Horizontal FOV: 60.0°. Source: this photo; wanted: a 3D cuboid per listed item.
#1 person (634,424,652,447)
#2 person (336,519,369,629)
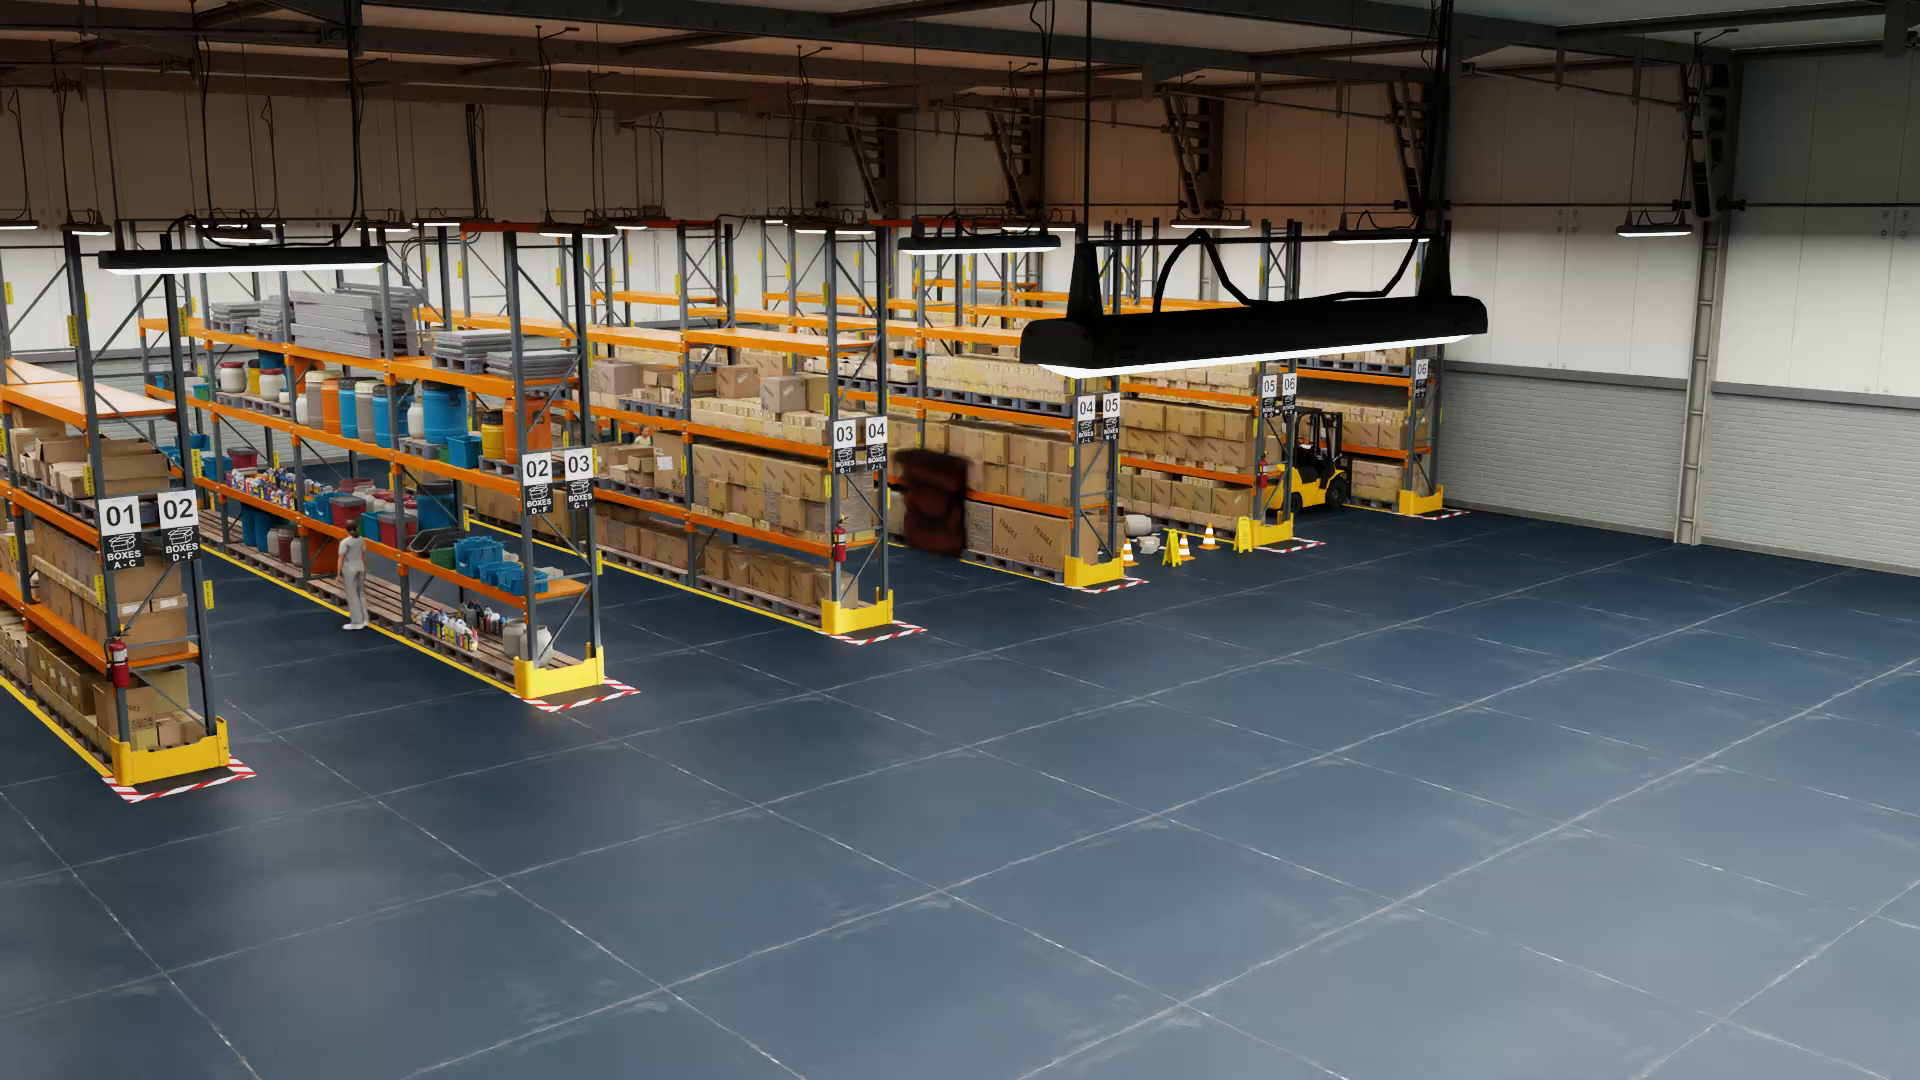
[{"bbox_3d":[-6.871,-1.705,36.167,0.462,1.629,1.004,-8,14,-35],"label":"person"},{"bbox_3d":[-9.163,0.529,25.071,0.372,1.709,0.541,6,13,28],"label":"person"}]
